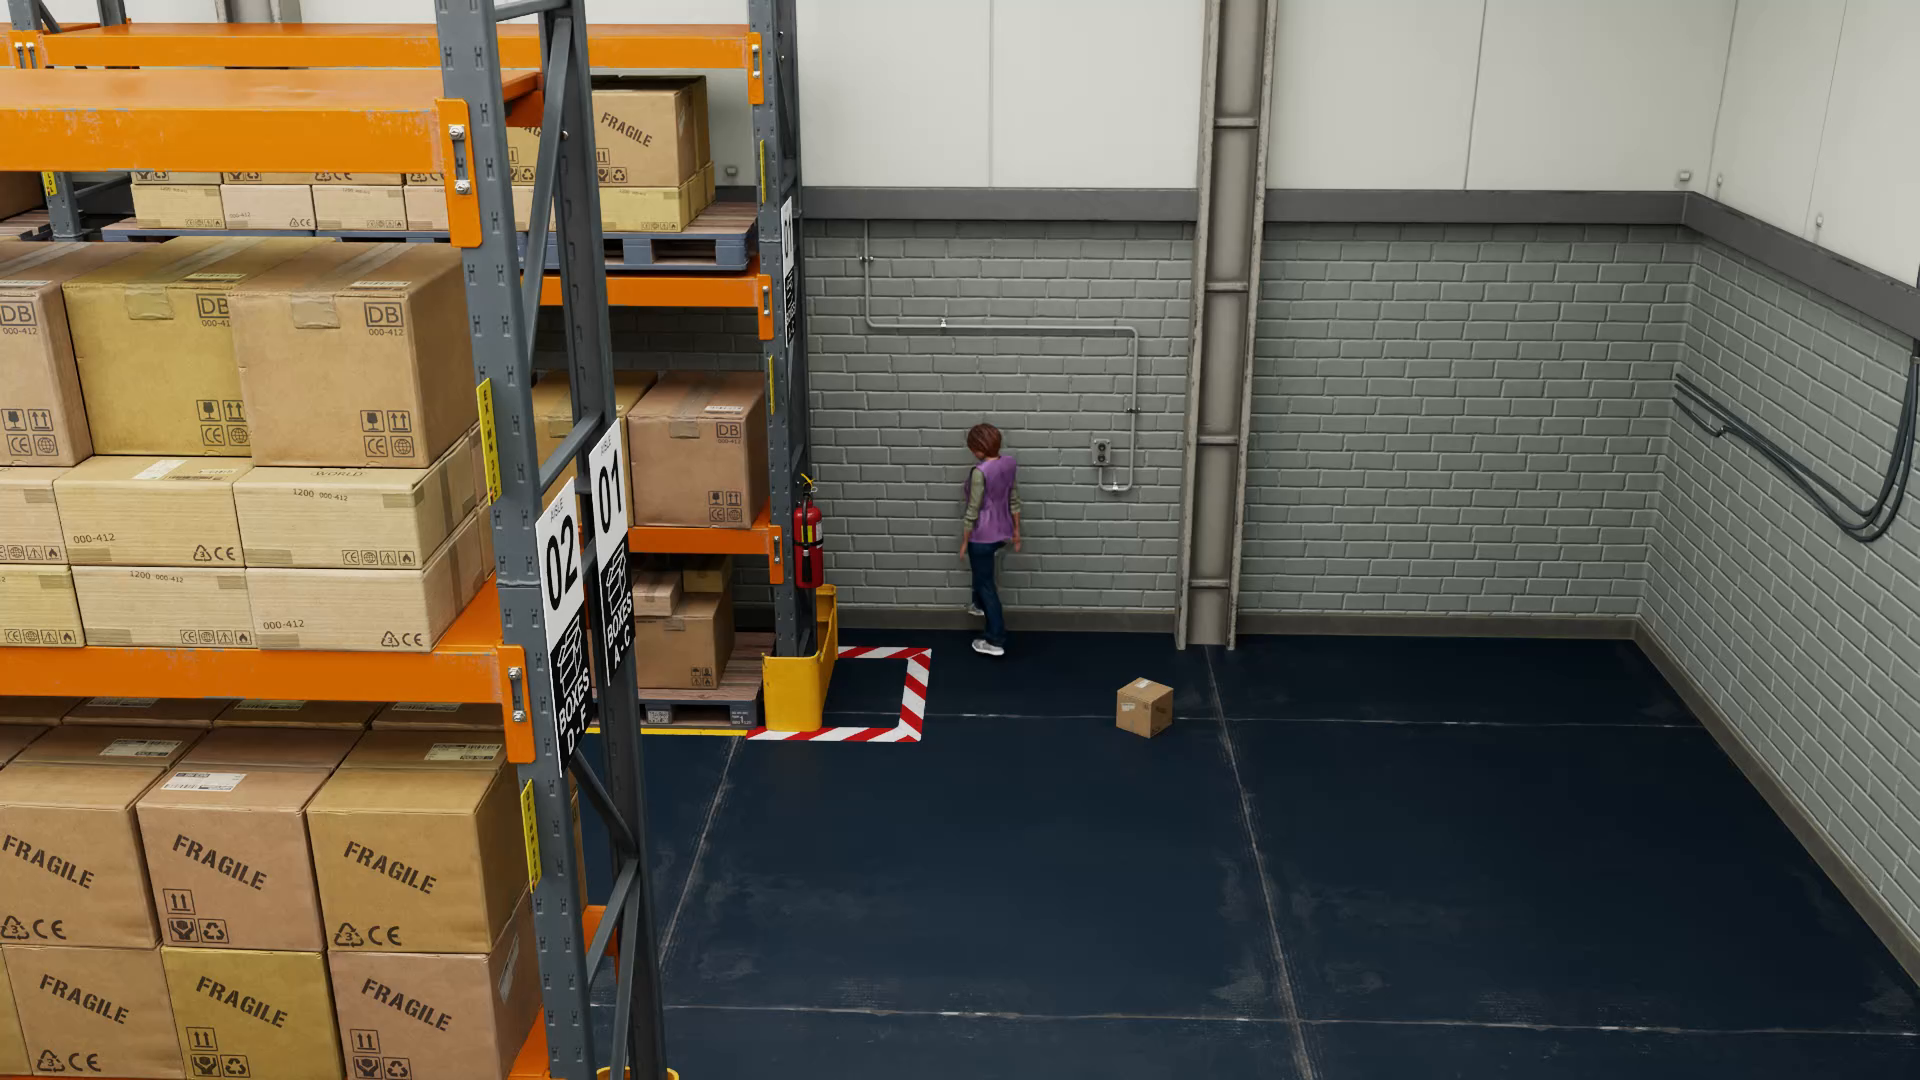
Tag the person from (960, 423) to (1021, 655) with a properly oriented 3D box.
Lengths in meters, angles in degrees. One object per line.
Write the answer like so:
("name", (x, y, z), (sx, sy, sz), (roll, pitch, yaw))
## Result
("person", (0.134, -0.022, 11.124), (0.463, 1.570, 0.587), (-20, 29, -41))
